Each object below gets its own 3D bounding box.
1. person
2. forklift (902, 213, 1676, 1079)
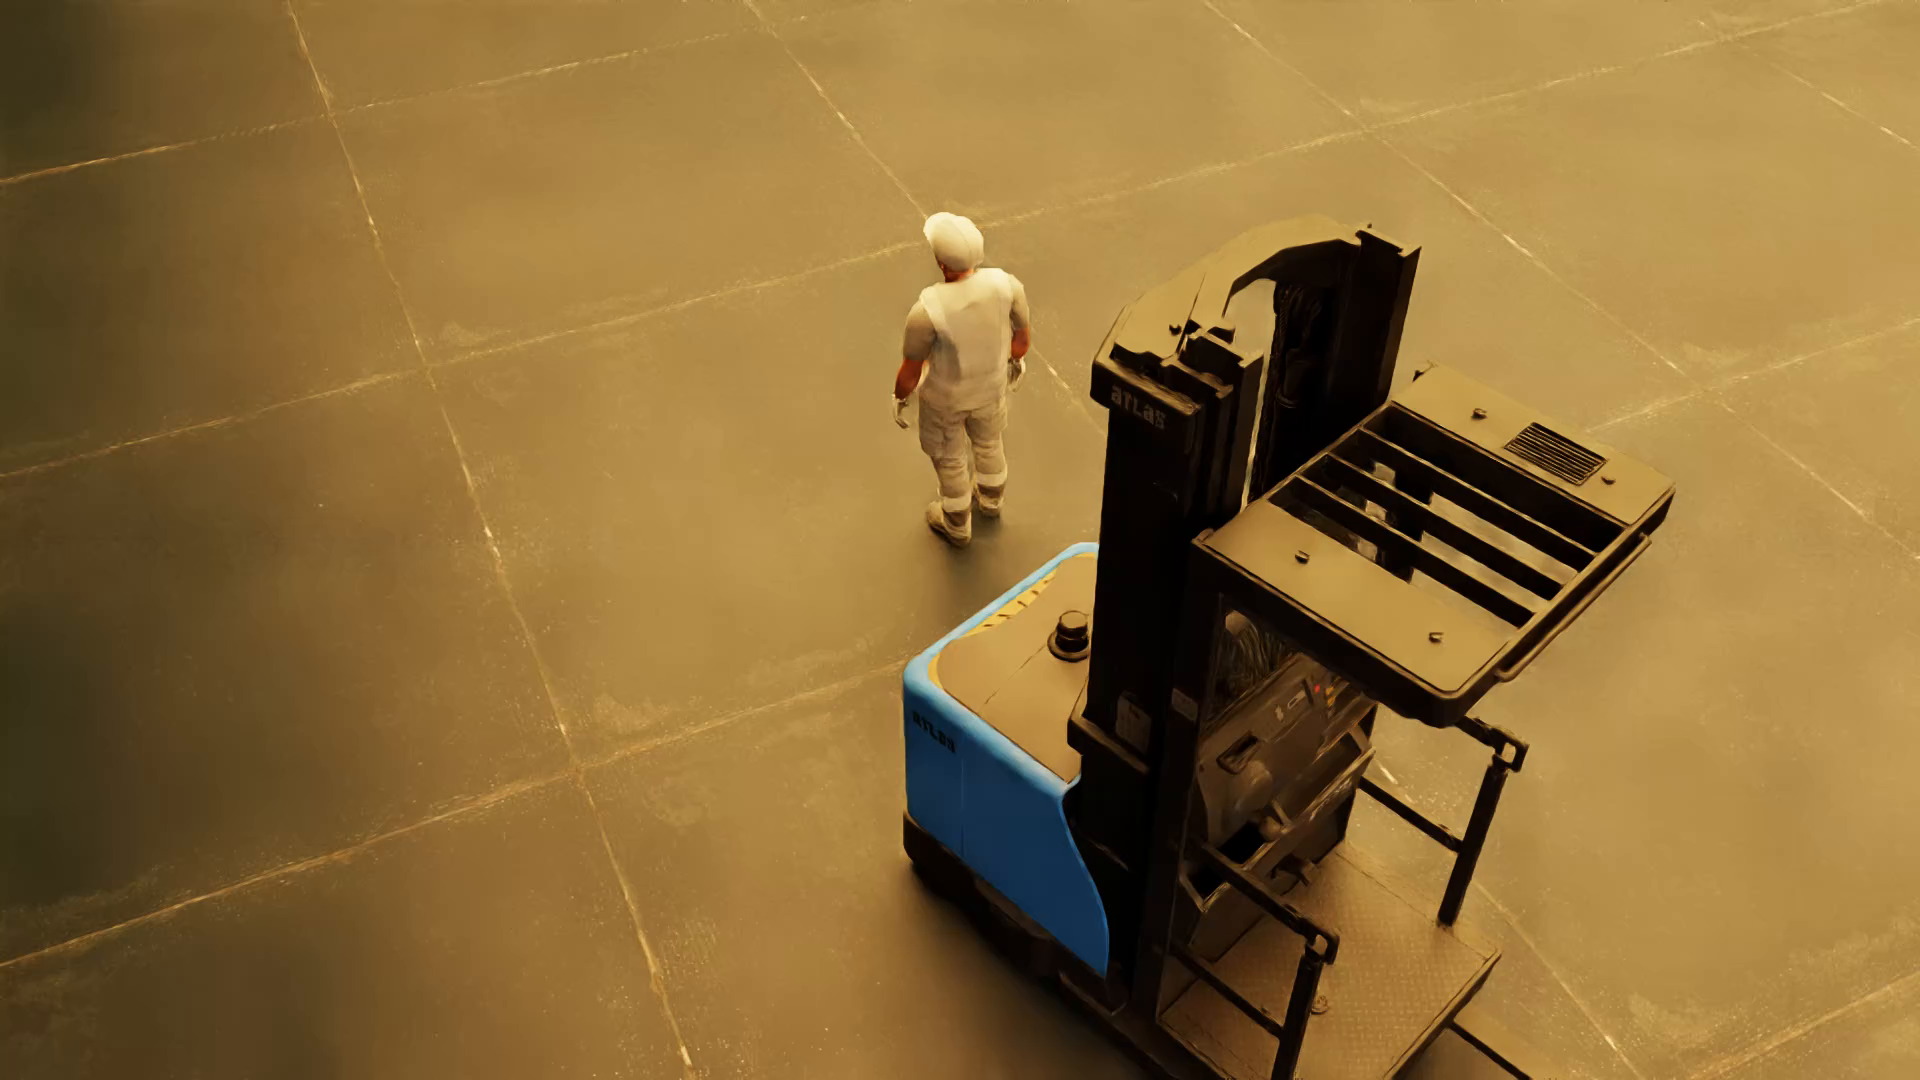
[{"bbox_3d":[-0.024,-0.712,7.270,0.637,1.787,0.563,-18,46,-18],"label":"person"},{"bbox_3d":[1.178,0.640,4.995,1.130,2.935,3.031,-34,53,-31],"label":"forklift"}]
